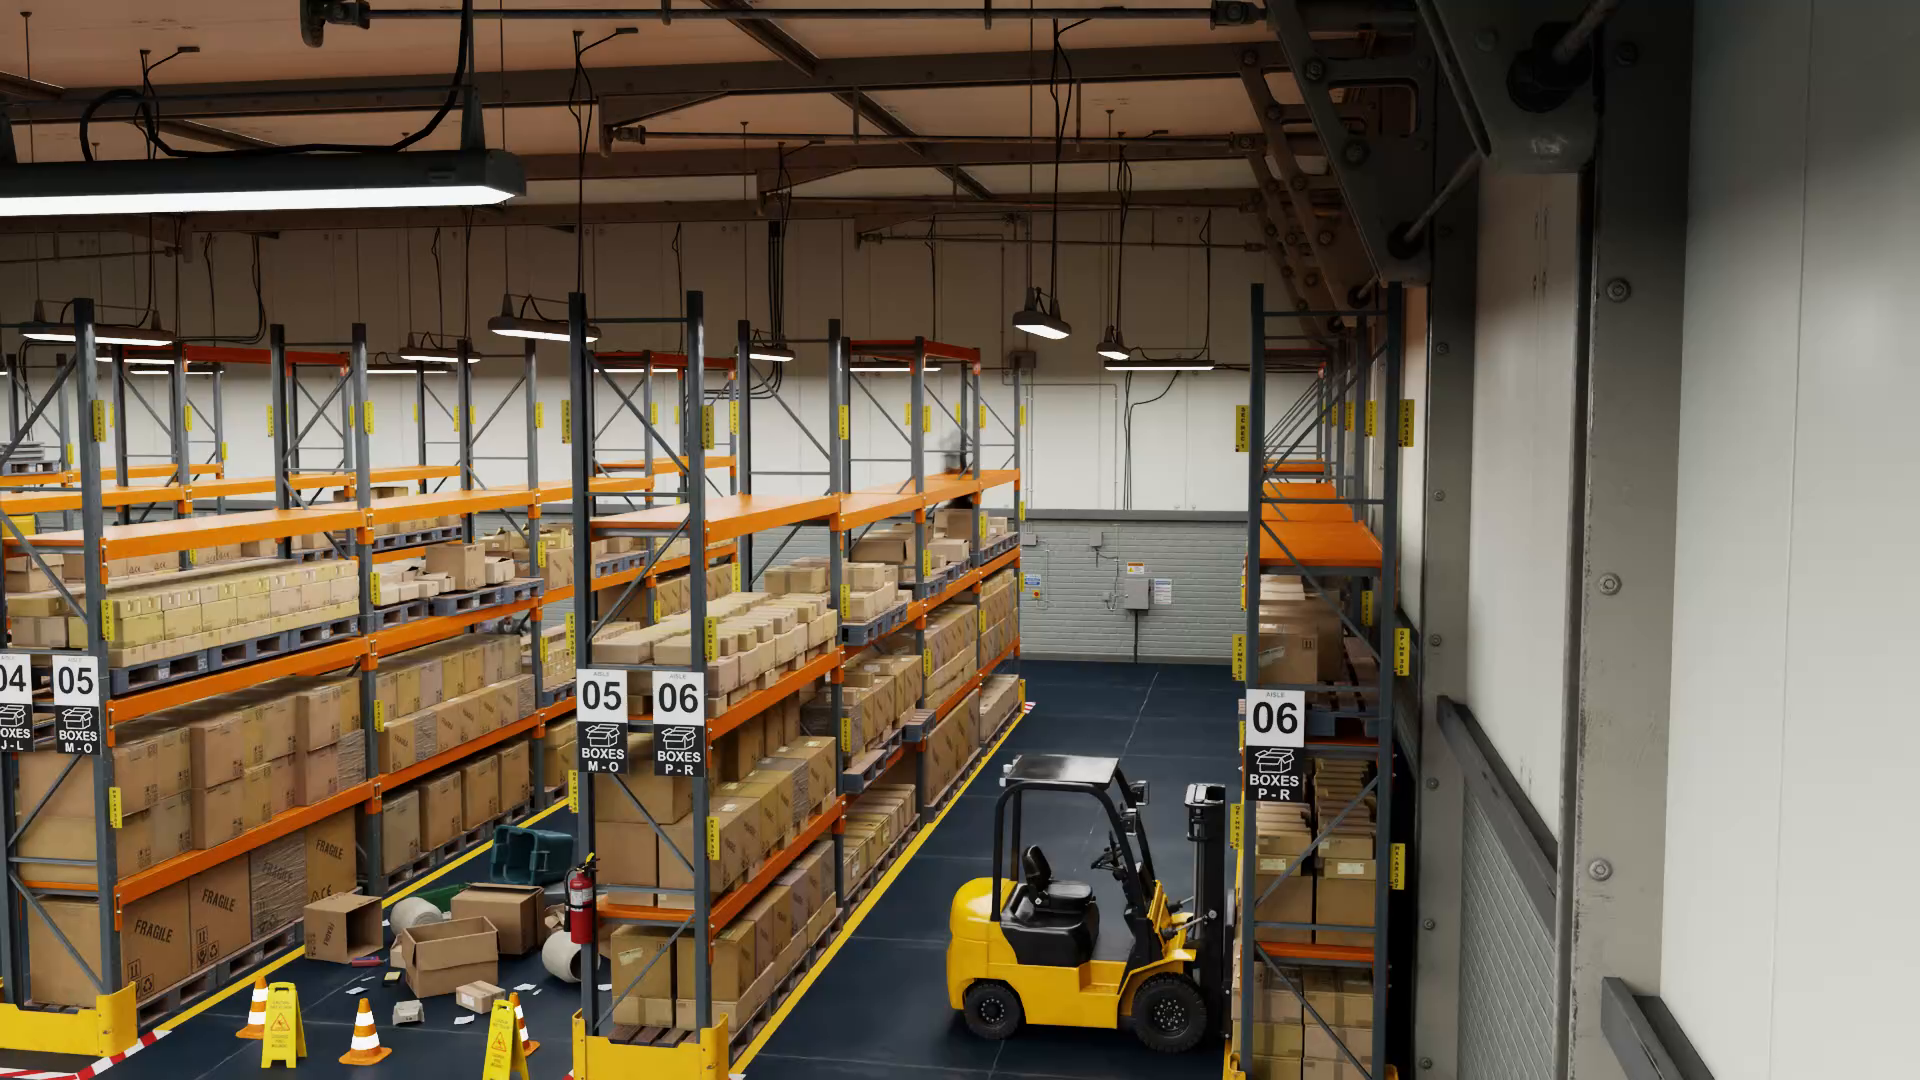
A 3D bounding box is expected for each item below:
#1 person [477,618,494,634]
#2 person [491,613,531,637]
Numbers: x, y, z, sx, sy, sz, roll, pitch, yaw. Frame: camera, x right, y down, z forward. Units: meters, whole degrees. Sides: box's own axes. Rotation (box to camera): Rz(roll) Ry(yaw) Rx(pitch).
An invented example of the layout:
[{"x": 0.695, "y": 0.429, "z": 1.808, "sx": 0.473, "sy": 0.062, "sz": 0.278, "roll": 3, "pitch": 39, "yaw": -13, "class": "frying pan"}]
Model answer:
[{"x": -8.909, "y": 1.853, "z": 31.210, "sx": 0.540, "sy": 1.609, "sz": 0.597, "roll": 3, "pitch": 5, "yaw": 32, "class": "person"}, {"x": -7.729, "y": 2.006, "z": 28.544, "sx": 0.687, "sy": 1.749, "sz": 0.900, "roll": 1, "pitch": 5, "yaw": 7, "class": "person"}]
